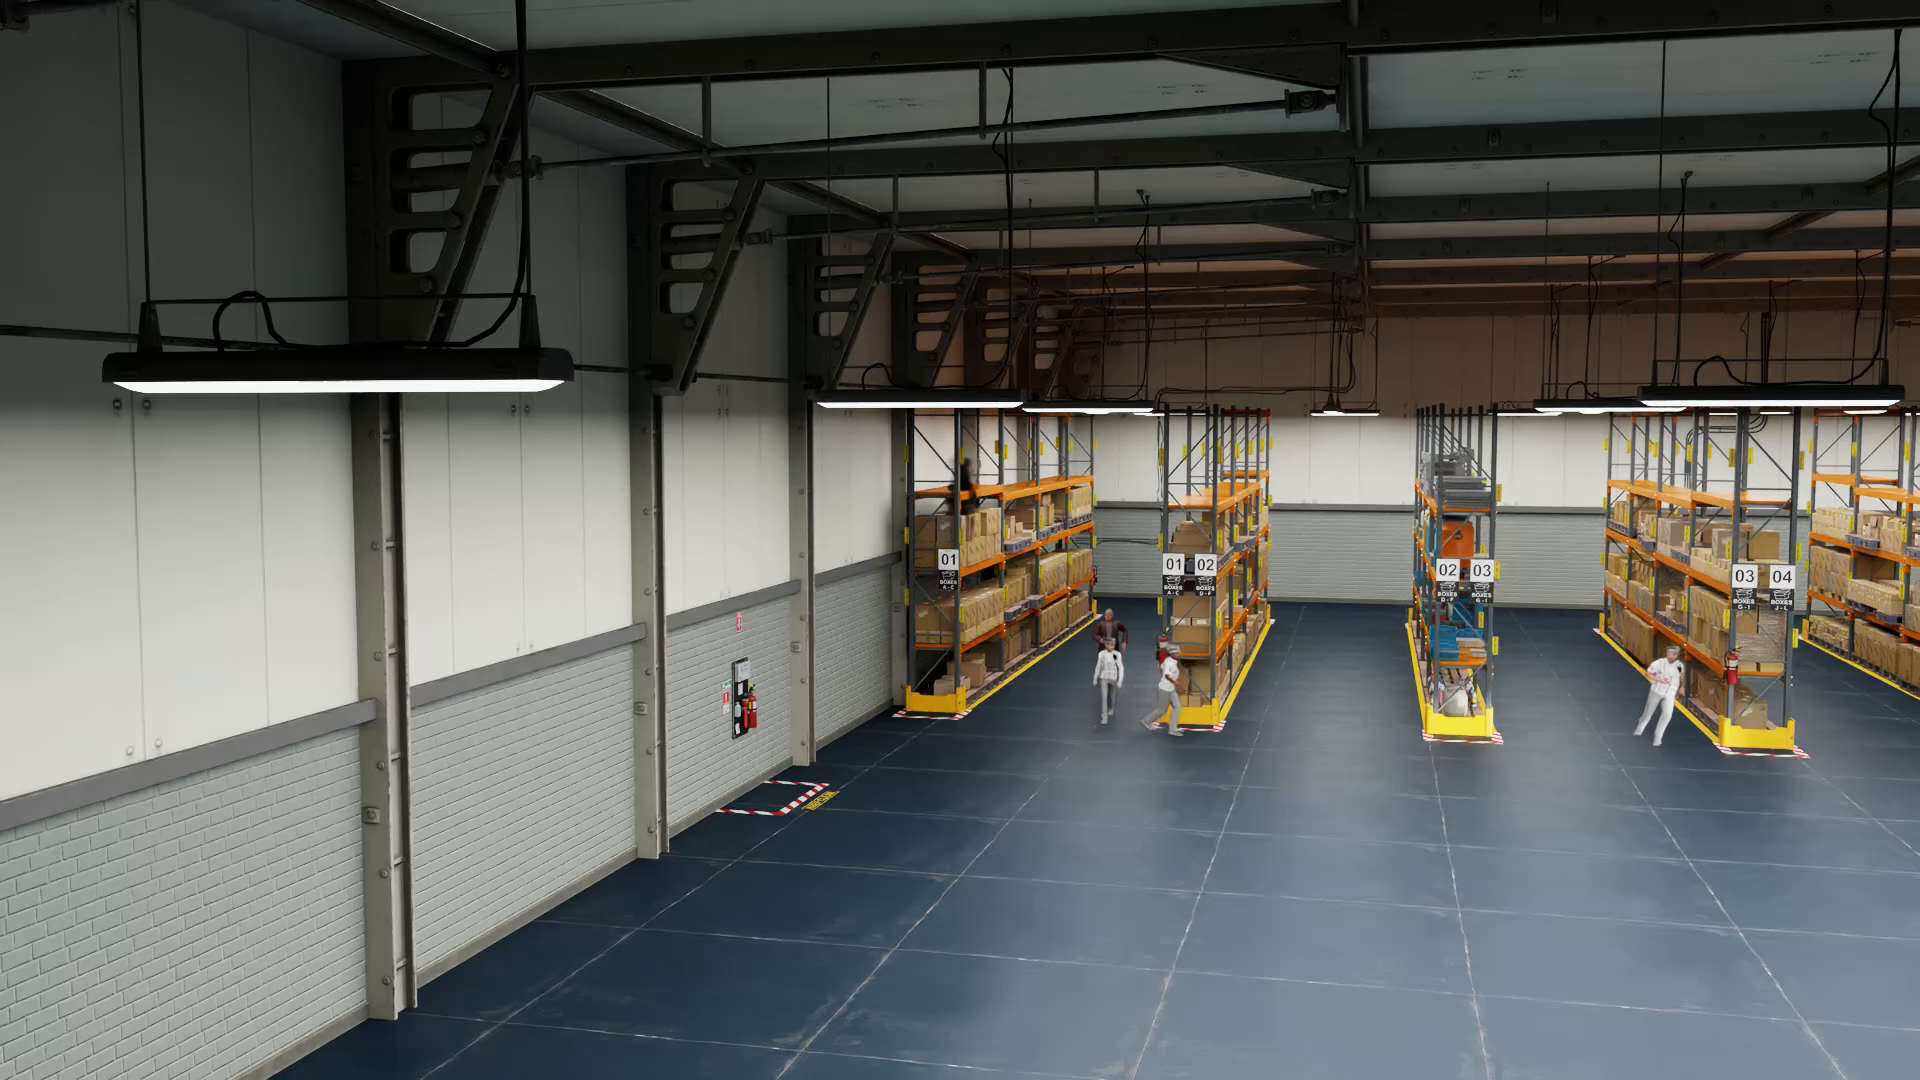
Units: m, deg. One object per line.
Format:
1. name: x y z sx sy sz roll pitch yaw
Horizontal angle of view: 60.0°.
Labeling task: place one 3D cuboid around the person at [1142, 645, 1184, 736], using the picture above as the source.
1. person: 3.664 2.711 30.030 0.801 1.655 0.549 2 5 23

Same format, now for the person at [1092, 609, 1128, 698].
1. person: 3.088 2.352 34.364 0.733 1.867 0.832 1 4 7

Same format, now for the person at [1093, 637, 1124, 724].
1. person: 2.811 2.628 31.399 0.555 1.598 1.060 0 4 -2

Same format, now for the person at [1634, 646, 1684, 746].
1. person: 12.470 2.731 29.503 0.806 1.756 0.940 0 4 6
